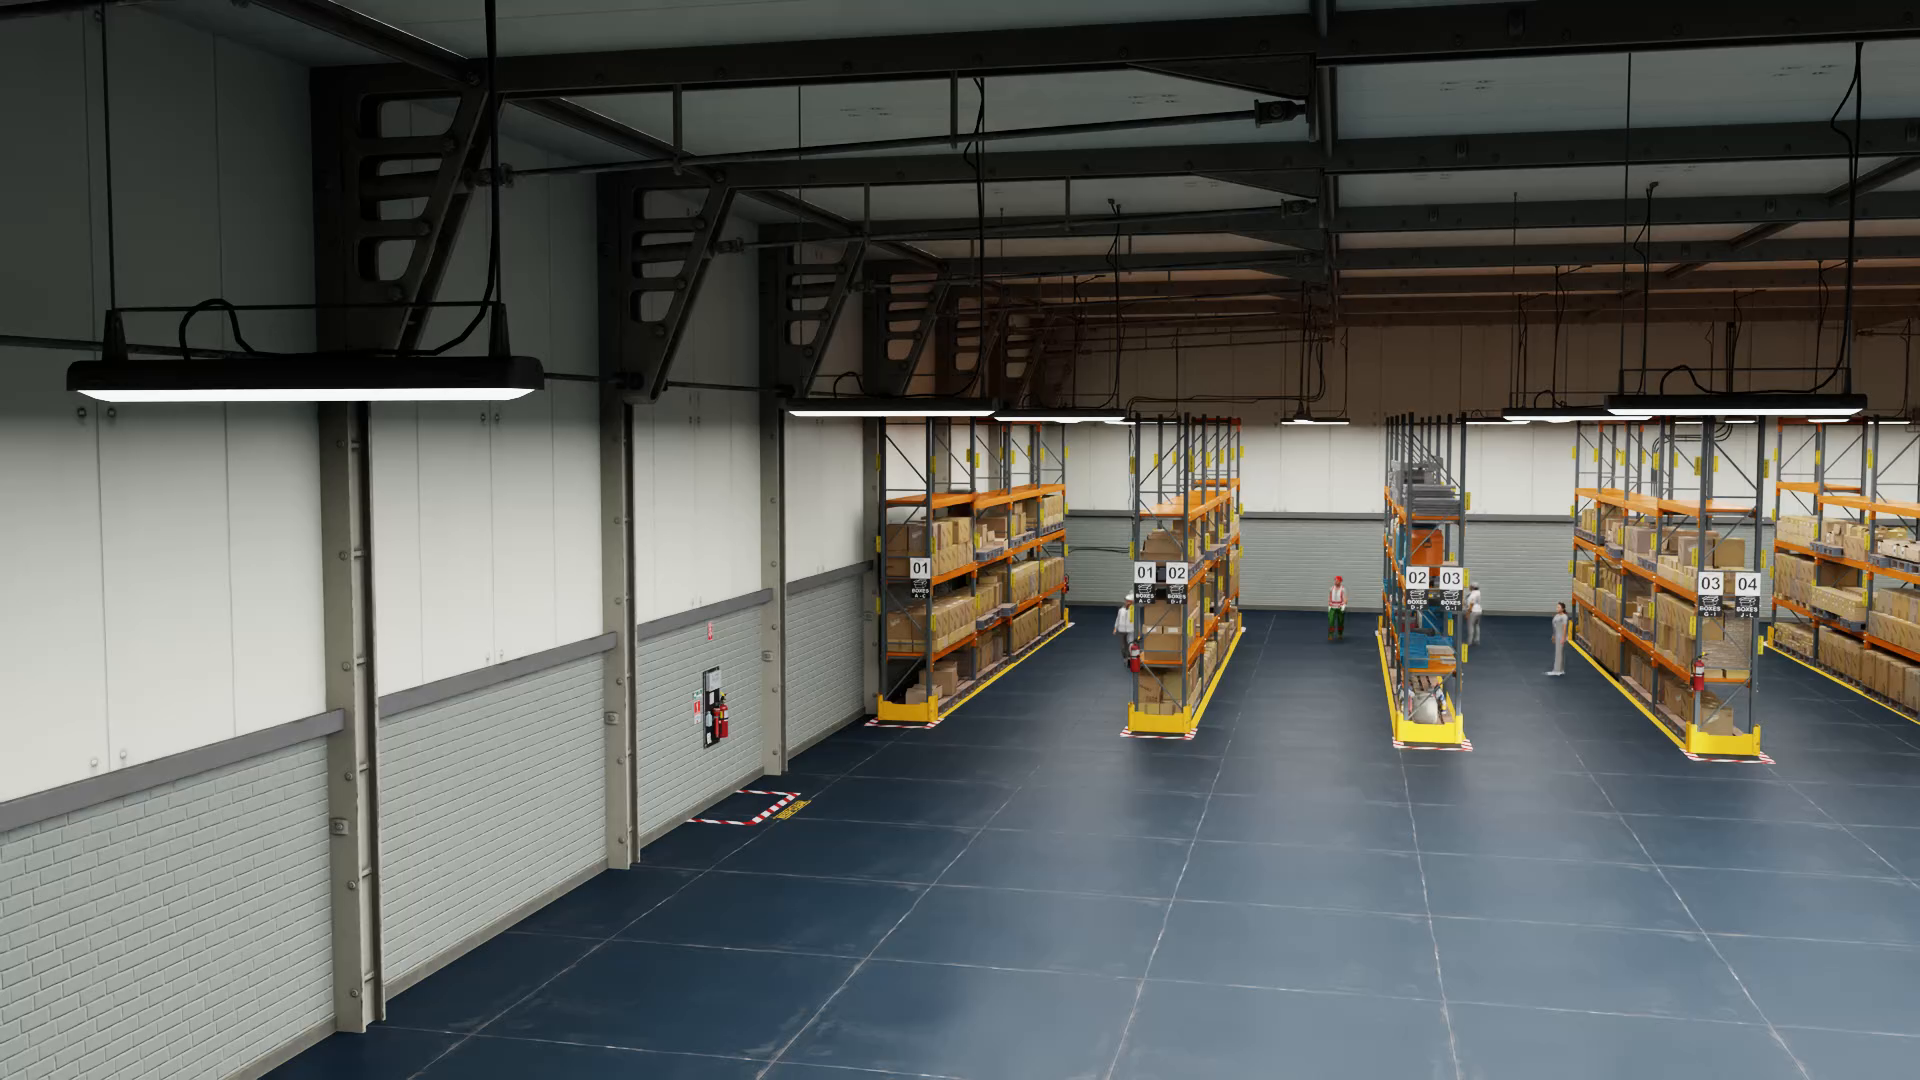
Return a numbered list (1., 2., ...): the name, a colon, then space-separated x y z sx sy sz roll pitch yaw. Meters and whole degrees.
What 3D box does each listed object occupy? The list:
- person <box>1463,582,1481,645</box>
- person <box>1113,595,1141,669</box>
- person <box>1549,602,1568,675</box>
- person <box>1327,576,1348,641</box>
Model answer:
1. person: 13.482 1.936 43.730 0.411 1.675 0.554 2 4 29
2. person: 3.998 2.190 39.715 0.626 1.734 0.952 1 4 17
3. person: 13.857 2.277 38.567 0.426 1.674 0.492 0 4 5
4. person: 10.078 1.823 44.366 0.548 1.712 1.097 1 4 21
